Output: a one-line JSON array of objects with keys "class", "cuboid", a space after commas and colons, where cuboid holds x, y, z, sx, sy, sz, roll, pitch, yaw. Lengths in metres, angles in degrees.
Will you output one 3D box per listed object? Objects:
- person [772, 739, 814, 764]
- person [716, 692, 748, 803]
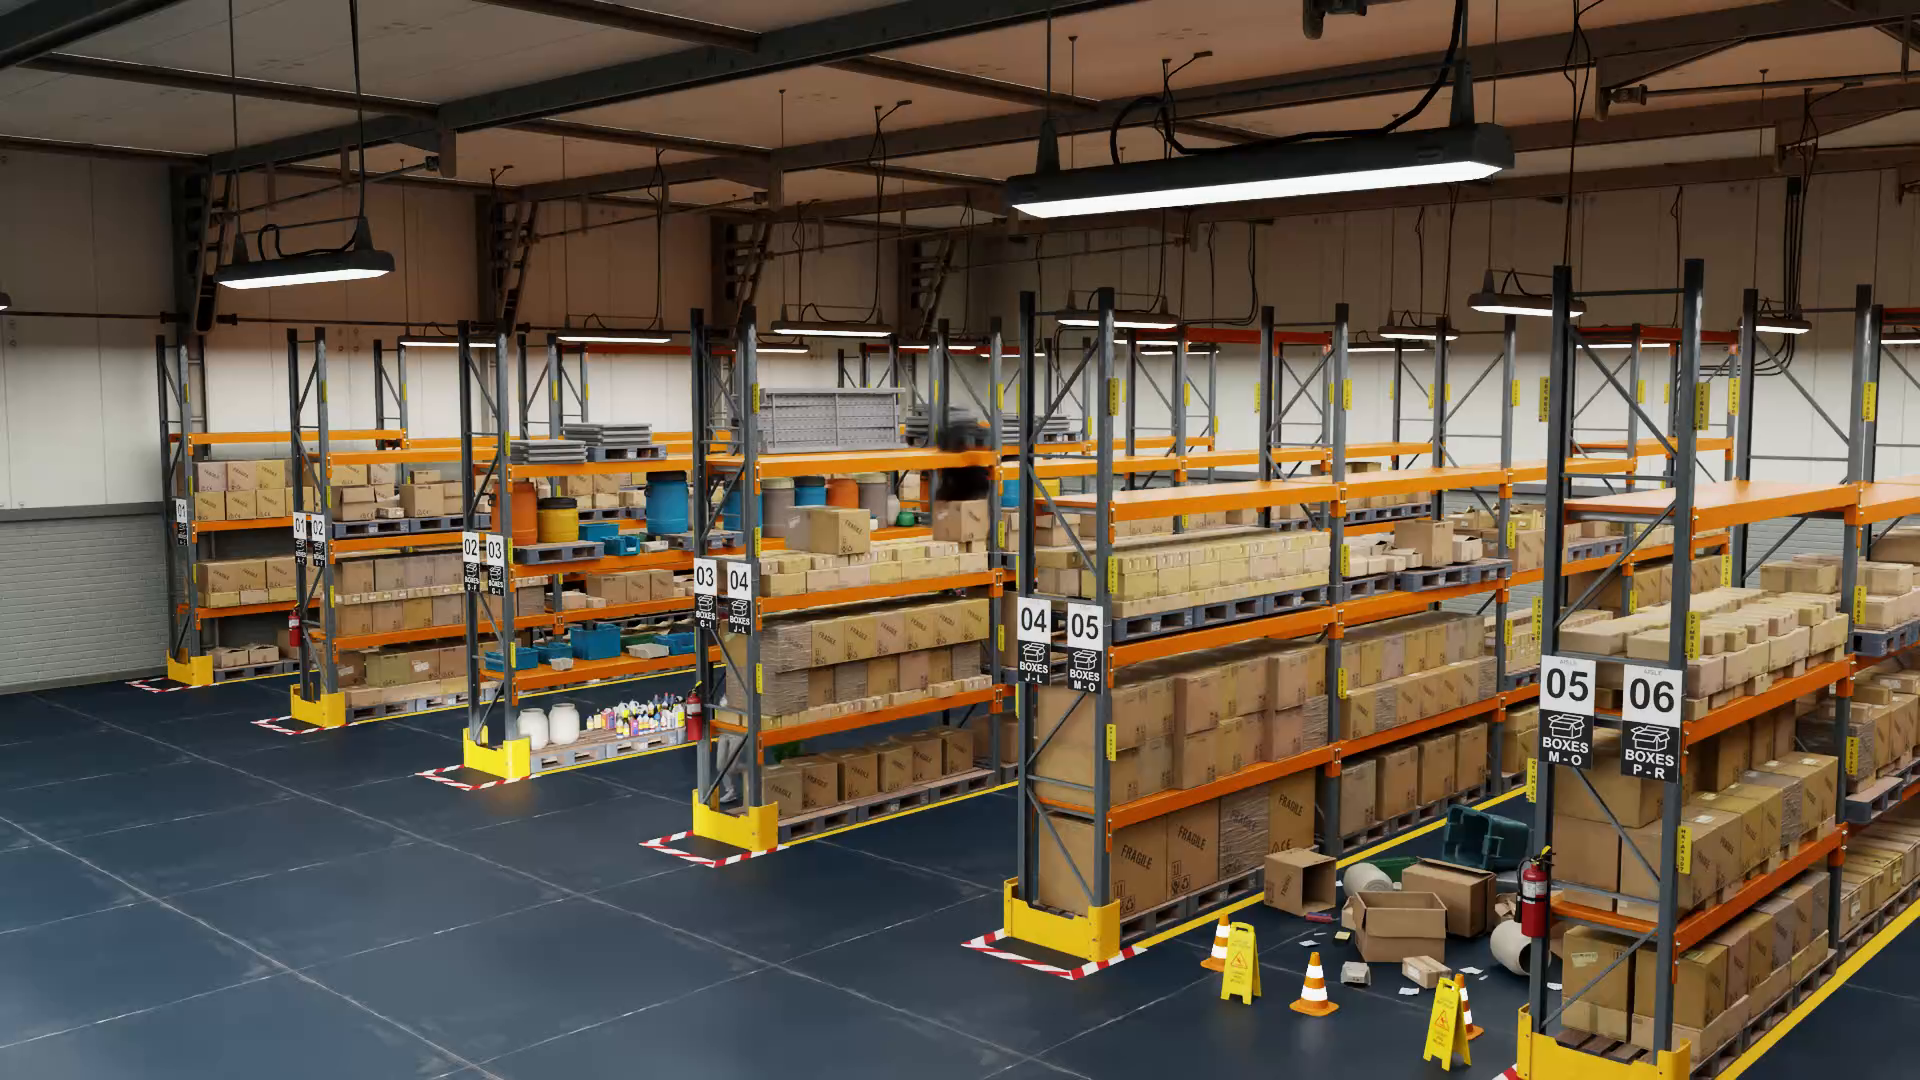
[{"class": "person", "cuboid": [-2.135, 2.305, 21.238, 0.659, 1.743, 0.709, 5, 7, 40]}, {"class": "person", "cuboid": [-2.785, 2.413, 20.619, 0.614, 1.634, 0.580, 5, 7, 42]}]
